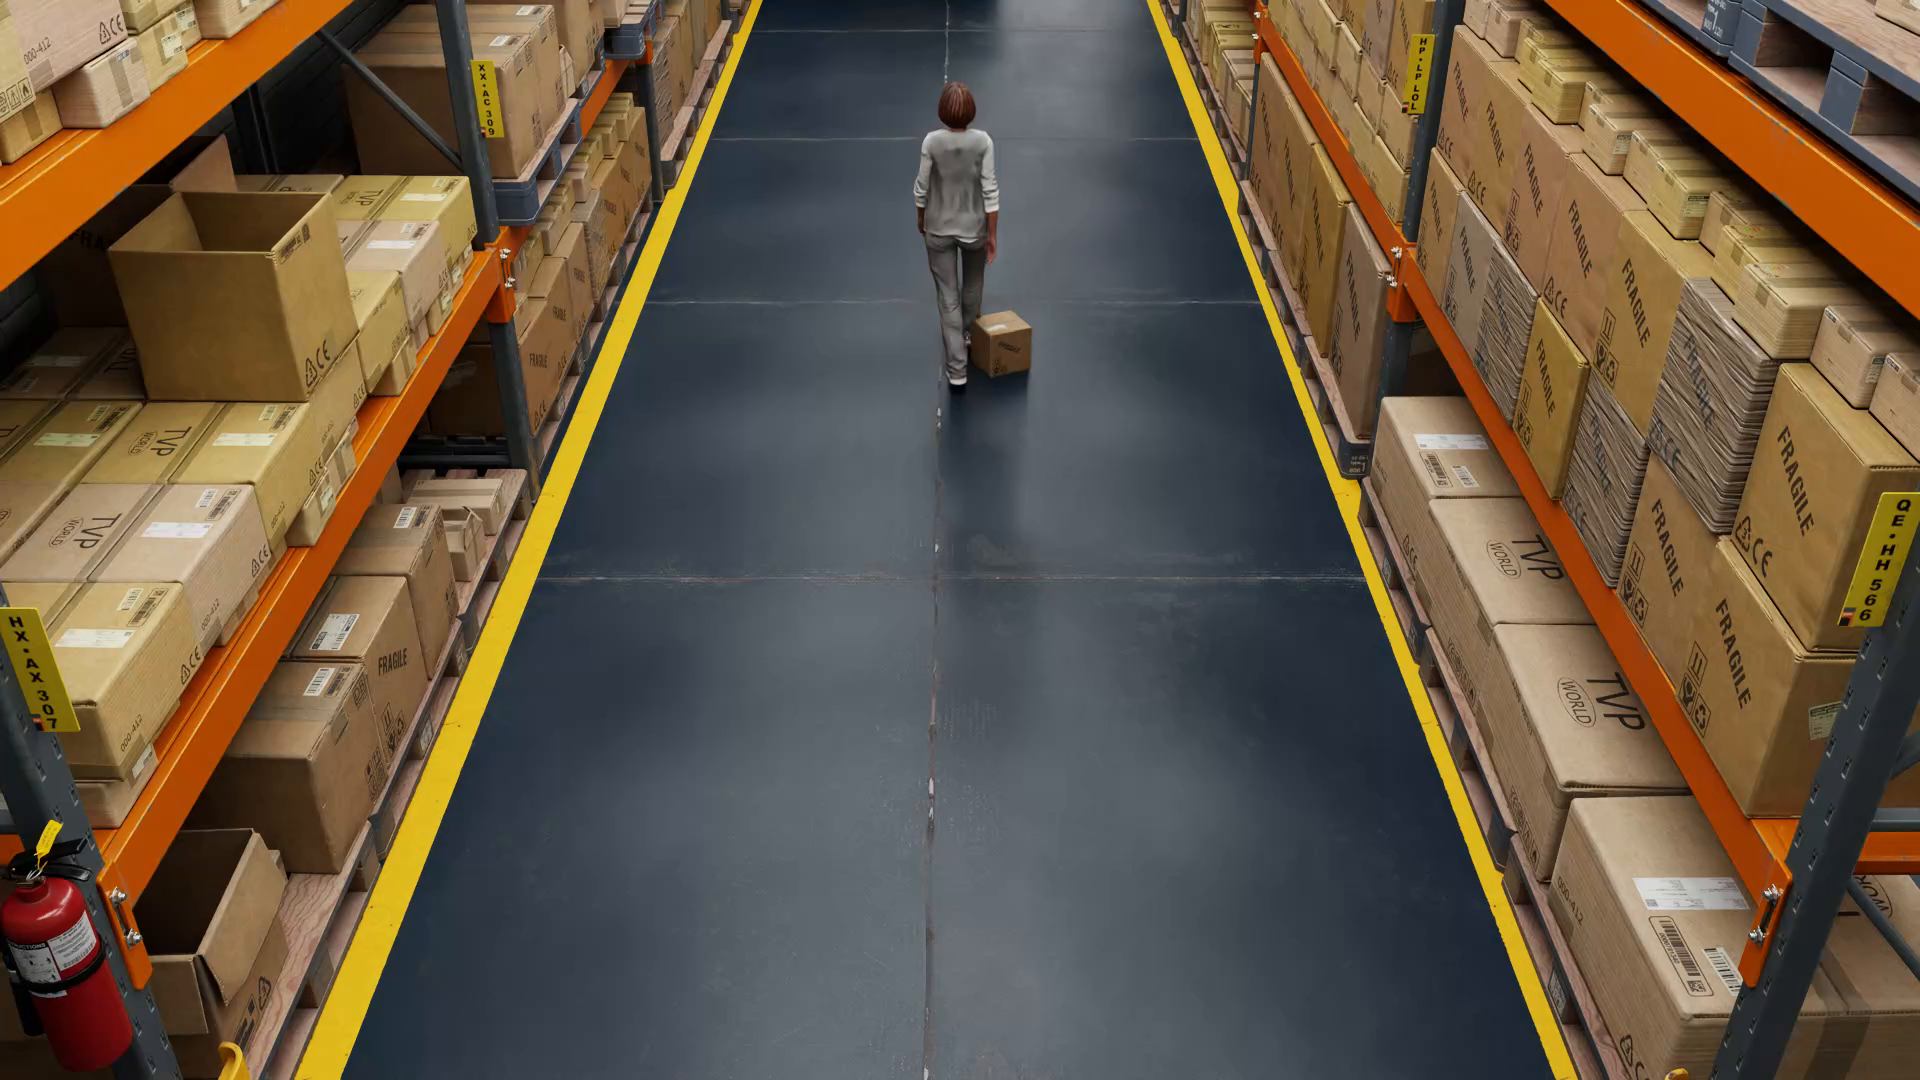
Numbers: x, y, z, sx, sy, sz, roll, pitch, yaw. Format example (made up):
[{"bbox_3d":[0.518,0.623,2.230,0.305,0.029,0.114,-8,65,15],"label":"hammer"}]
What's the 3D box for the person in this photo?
[{"bbox_3d":[-0.028,-1.627,8.763,0.427,1.617,0.755,-3,32,-5],"label":"person"}]
